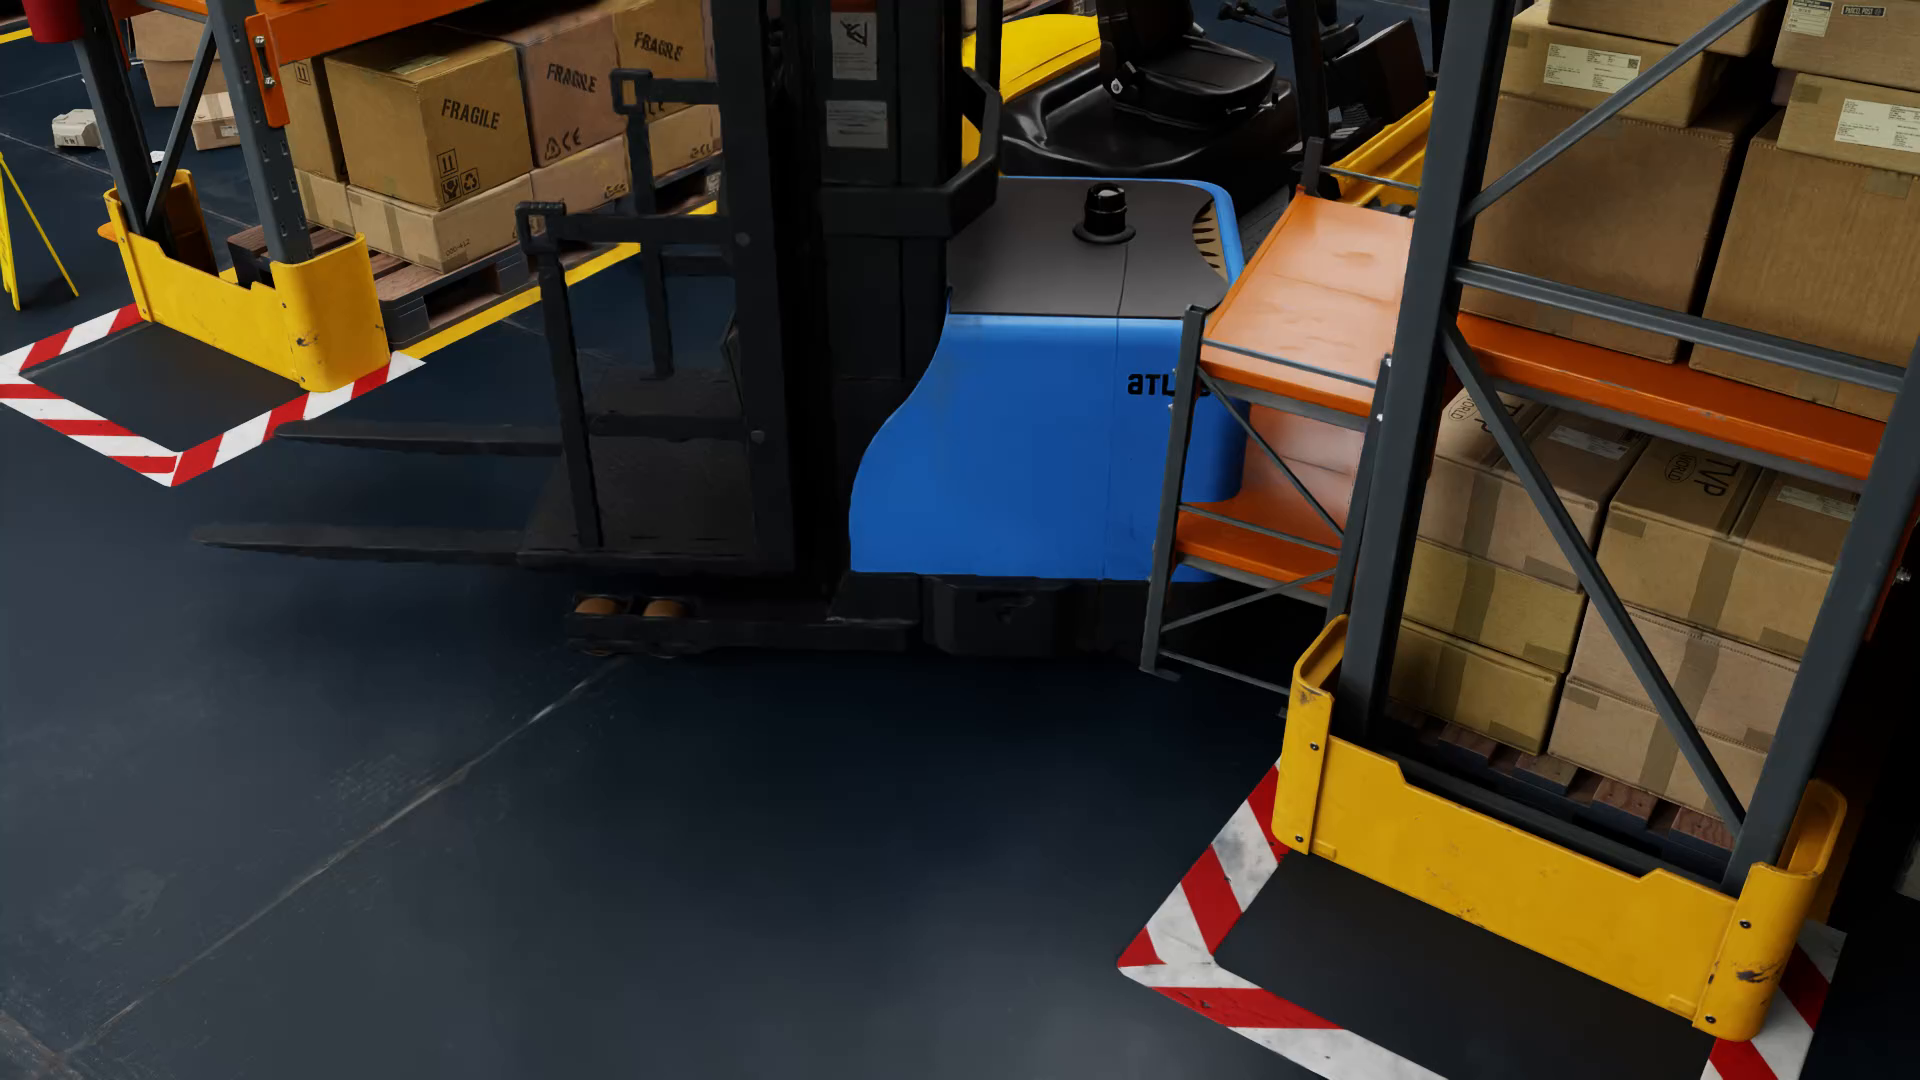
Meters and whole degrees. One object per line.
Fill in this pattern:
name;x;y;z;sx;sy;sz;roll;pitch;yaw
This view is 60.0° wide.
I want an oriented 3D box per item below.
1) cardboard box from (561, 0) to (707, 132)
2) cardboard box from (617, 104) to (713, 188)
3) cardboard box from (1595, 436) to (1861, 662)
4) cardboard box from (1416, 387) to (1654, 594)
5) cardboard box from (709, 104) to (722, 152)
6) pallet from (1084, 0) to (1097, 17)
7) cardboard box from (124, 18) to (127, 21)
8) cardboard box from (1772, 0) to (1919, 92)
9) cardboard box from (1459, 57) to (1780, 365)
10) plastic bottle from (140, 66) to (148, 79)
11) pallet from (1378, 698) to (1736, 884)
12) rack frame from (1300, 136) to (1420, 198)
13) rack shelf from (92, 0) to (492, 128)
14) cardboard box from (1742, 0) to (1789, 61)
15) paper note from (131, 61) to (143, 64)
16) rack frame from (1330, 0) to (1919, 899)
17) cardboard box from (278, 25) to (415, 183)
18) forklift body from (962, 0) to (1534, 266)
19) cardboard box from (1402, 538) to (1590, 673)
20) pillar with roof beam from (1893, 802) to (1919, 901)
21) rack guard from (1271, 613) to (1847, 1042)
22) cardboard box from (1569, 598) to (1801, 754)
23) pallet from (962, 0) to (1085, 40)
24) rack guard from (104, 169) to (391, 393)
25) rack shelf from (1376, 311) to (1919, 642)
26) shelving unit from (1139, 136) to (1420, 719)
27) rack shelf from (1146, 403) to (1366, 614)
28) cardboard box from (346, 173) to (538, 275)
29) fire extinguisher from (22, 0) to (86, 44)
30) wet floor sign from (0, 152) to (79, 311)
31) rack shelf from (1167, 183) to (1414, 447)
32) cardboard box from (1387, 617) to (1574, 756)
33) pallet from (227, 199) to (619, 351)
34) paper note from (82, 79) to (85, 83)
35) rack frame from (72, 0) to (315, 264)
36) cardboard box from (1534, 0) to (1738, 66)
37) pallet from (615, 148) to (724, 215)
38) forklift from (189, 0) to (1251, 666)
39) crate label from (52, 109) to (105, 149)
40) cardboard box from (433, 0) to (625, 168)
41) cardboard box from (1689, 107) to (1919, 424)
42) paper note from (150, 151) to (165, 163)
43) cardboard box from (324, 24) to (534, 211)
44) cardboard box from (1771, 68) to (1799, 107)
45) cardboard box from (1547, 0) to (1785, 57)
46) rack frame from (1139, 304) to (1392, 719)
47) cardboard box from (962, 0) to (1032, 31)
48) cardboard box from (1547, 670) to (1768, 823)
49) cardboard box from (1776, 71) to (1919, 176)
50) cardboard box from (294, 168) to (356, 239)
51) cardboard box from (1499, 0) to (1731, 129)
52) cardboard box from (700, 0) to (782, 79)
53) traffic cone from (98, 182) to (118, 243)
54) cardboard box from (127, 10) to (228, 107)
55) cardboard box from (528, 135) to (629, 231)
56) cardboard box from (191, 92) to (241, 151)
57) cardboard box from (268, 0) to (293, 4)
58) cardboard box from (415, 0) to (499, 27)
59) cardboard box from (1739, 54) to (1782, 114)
cardboard box;-1.445;-2.103;7.092;0.500;0.500;0.500;22;40;29
cardboard box;-1.447;-1.799;7.312;0.500;0.250;0.500;24;41;31
cardboard box;1.777;-0.019;3.788;0.500;0.250;0.500;21;39;28
cardboard box;1.354;-0.170;4.011;0.500;0.250;0.500;23;40;30
cardboard box;-1.157;-2.030;7.654;0.500;0.250;0.500;22;40;29
pallet;0.686;-3.601;10.387;1.003;0.211;1.213;21;39;28
cardboard box;-4.618;-3.292;9.669;0.500;0.500;0.500;29;44;36
cardboard box;1.715;-0.929;3.012;0.380;0.149;0.250;20;39;27
cardboard box;1.413;-0.761;3.608;0.500;0.500;0.500;20;39;27
plastic bottle;-4.281;-2.560;8.981;0.133;0.061;0.283;8;35;12
pallet;1.749;0.380;4.499;1.003;0.211;1.213;21;39;28
rack frame;1.165;-0.588;4.816;0.500;1.125;0.032;17;41;19
rack shelf;-1.592;-2.615;7.082;1.077;0.370;4.000;21;39;28
cardboard box;1.635;-1.195;3.672;0.380;0.149;0.250;22;40;29
paper note;-4.476;-2.619;9.114;0.123;0.001;0.032;-15;37;-21
rack frame;1.348;-0.409;3.178;1.000;3.000;0.127;21;39;28
cardboard box;-2.489;-1.791;6.630;0.500;0.500;0.500;22;40;28
forklift body;0.930;-1.513;5.567;2.313;2.155;1.214;21;39;28
cardboard box;1.369;0.025;4.169;0.500;0.250;0.500;21;39;28
pillar with roof beam;-1.051;-4.302;3.578;9.100;9.000;0.400;21;39;28
rack guard;1.334;0.637;3.861;1.175;0.500;0.348;21;39;28
cardboard box;1.787;0.199;3.912;0.500;0.250;0.500;22;40;29
pallet;-0.009;-3.038;9.553;1.003;0.211;1.213;21;39;28
rack guard;-2.689;-0.993;6.271;1.175;0.500;0.348;21;39;28
rack shelf;2.488;-1.032;4.740;1.077;0.370;4.000;21;39;28
shelving unit;0.949;-0.306;4.452;0.538;1.125;1.048;17;41;19
rack shelf;0.942;-0.115;4.604;0.538;0.278;1.000;17;41;19
cardboard box;-2.045;-1.311;6.590;0.500;0.250;0.500;21;39;28
fire extinguisher;-3.176;-2.056;5.681;0.296;0.674;0.183;21;39;28
wet floor sign;-3.719;-1.272;6.555;0.232;0.644;0.267;-22;40;-29
rack shelf;0.956;-0.536;4.270;0.538;0.278;1.000;17;41;19
cardboard box;1.356;0.239;4.299;0.500;0.250;0.500;22;40;28
pallet;-2.196;-1.235;6.889;1.003;0.211;1.213;21;39;28
paper note;-4.591;-2.457;8.858;0.142;0.017;0.144;-22;40;-29
rack frame;-2.732;-1.993;5.520;1.000;3.000;0.127;21;39;28
cardboard box;1.437;-1.096;3.524;0.380;0.149;0.250;22;40;29
pallet;-1.500;-1.795;7.715;1.003;0.211;1.213;21;39;28
forklift;-0.723;-1.170;4.364;3.031;2.935;1.130;2;34;3
crate label;-4.255;-1.997;8.081;0.250;0.136;0.298;3;34;4
cardboard box;-1.737;-1.875;6.755;0.500;0.500;0.500;20;39;27
cardboard box;1.858;-0.590;3.356;0.500;0.500;0.500;23;40;30
paper note;-3.828;-1.834;7.935;0.148;0.019;0.142;8;35;12
cardboard box;-2.032;-1.633;6.397;0.500;0.500;0.500;20;39;27
cardboard box;1.843;-0.927;3.274;0.380;0.149;0.250;21;39;28
cardboard box;1.379;-1.075;3.228;0.380;0.149;0.250;21;40;28
rack frame;0.732;-0.025;4.088;0.500;1.125;0.032;17;41;19
cardboard box;-0.154;-3.161;9.218;0.950;0.372;0.625;22;40;29
cardboard box;1.789;0.392;4.072;0.500;0.250;0.500;21;40;28
cardboard box;1.754;-0.793;3.076;0.380;0.149;0.250;20;39;27
cardboard box;-2.478;-1.497;6.866;0.500;0.250;0.500;21;39;28
cardboard box;1.315;-0.968;3.336;0.380;0.149;0.250;22;40;29
cardboard box;-1.147;-2.352;7.460;0.500;0.500;0.500;24;41;31
traffic cone;-3.547;-1.552;7.132;0.336;0.463;0.334;21;39;28
cardboard box;-3.810;-2.576;8.610;0.797;0.503;0.637;-3;34;-4
cardboard box;-1.748;-1.543;6.934;0.500;0.250;0.500;23;40;30
cardboard box;-3.645;-2.060;8.164;0.250;0.149;0.380;-15;37;-21
cardboard box;-2.368;-1.979;5.723;0.380;0.149;0.250;21;40;28
cardboard box;-2.195;-2.032;6.987;0.500;0.500;0.500;23;40;30
cardboard box;1.716;-0.997;3.957;0.500;0.500;0.500;23;40;30
